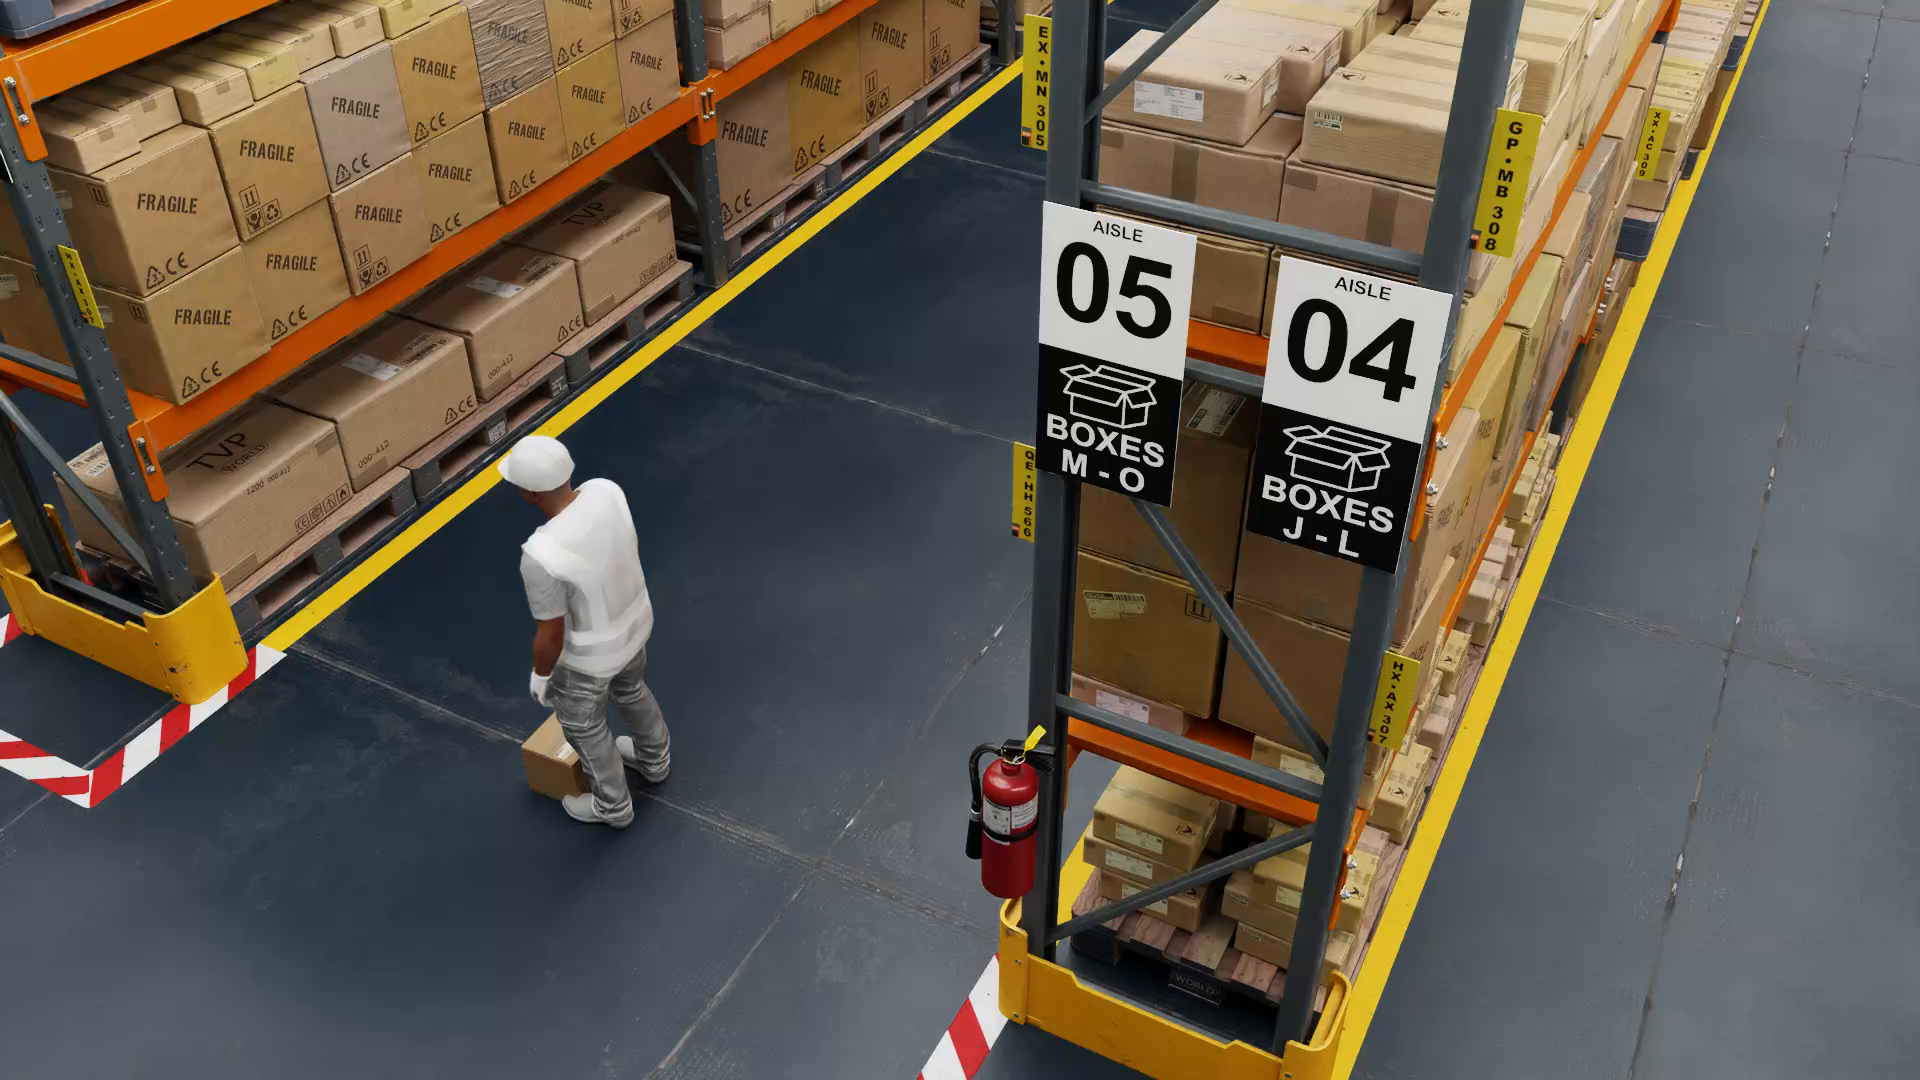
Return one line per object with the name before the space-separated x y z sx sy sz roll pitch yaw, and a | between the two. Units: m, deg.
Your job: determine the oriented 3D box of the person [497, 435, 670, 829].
person | -1.401 0.358 6.274 0.443 1.776 0.630 16 40 19
